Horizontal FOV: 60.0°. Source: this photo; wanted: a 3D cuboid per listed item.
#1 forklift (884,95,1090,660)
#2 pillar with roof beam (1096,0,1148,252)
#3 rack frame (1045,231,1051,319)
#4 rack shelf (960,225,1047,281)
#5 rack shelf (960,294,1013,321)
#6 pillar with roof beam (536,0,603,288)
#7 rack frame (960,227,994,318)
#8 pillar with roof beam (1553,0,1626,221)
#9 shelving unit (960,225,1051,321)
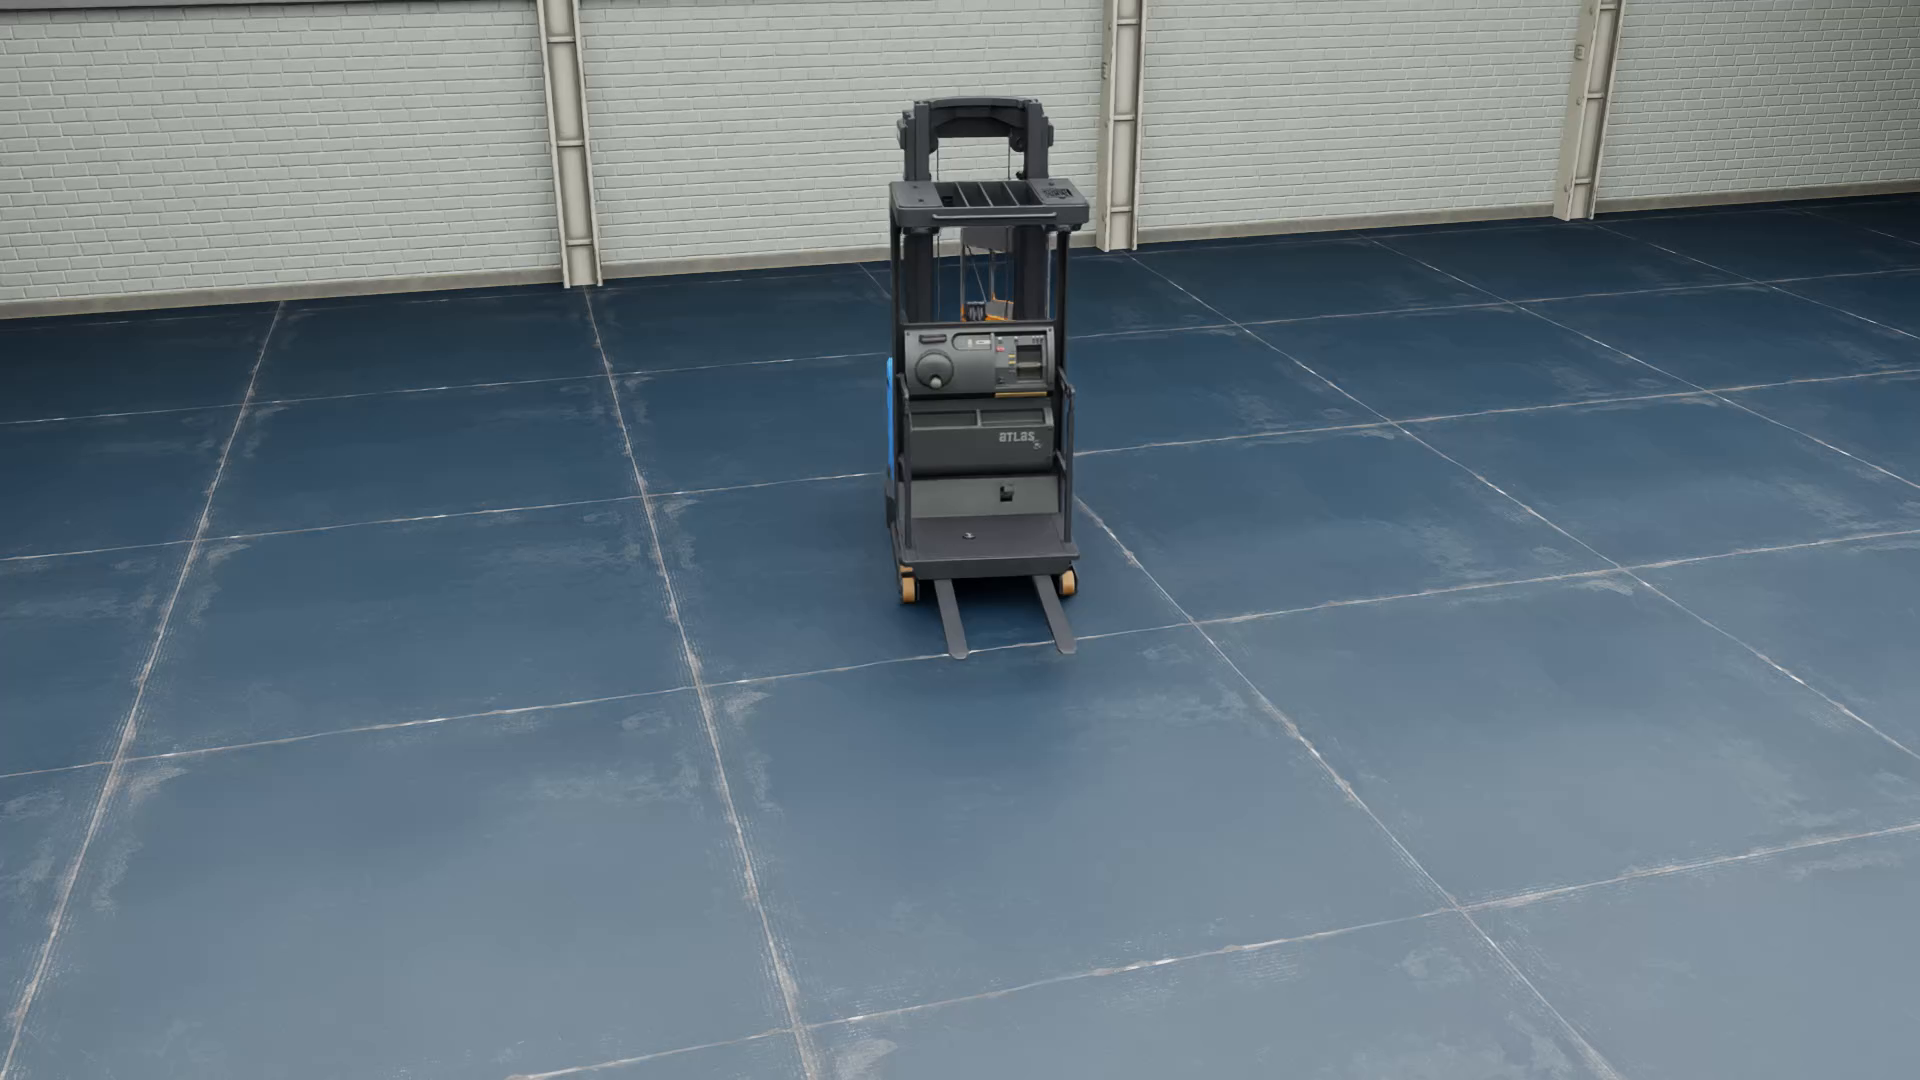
[{"bbox_3d":[0.146,-1.094,10.083,1.130,2.935,3.031,-2,23,-5],"label":"forklift"},{"bbox_3d":[2.953,-5.852,13.476,0.400,9.000,9.100,-6,24,-14],"label":"pillar with roof beam"},{"bbox_3d":[0.516,-1.401,11.852,0.015,2.100,0.400,16,28,33],"label":"rack frame"},{"bbox_3d":[0.319,-2.089,11.714,0.480,0.518,0.431,16,28,33],"label":"rack shelf"},{"bbox_3d":[0.319,-1.445,11.990,0.480,0.518,0.431,16,28,33],"label":"rack shelf"},{"bbox_3d":[-2.824,-5.213,11.987,0.400,9.000,9.100,-6,24,-14],"label":"pillar with roof beam"},{"bbox_3d":[0.122,-1.515,12.118,0.015,2.100,0.400,16,28,33],"label":"rack frame"},{"bbox_3d":[8.730,-6.491,14.966,0.400,9.000,9.100,-6,24,-14],"label":"pillar with roof beam"},{"bbox_3d":[0.319,-1.458,11.985,0.503,2.100,0.431,16,28,33],"label":"shelving unit"}]
